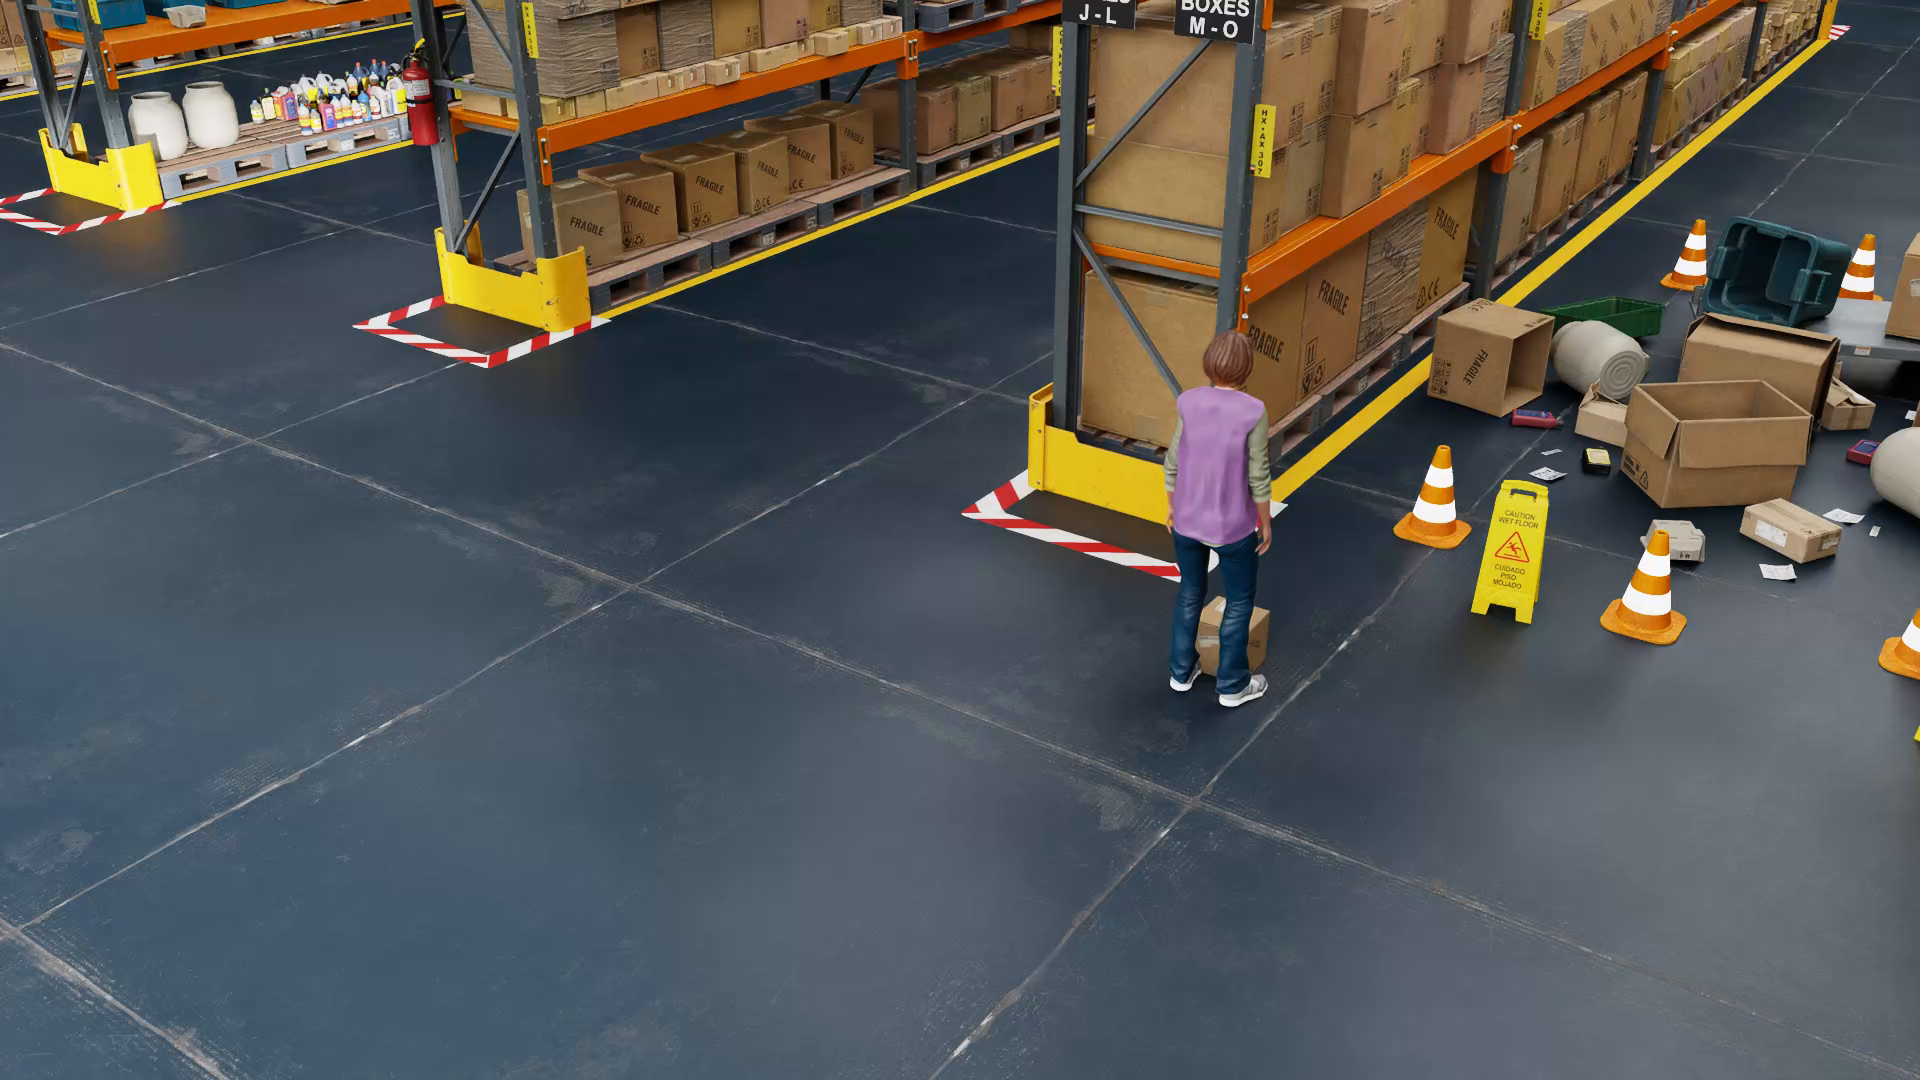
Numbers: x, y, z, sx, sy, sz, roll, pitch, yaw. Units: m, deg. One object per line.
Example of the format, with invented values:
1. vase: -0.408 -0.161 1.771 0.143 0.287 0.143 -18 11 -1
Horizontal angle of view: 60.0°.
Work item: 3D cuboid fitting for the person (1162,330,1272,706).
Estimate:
1. person: 1.047 -0.064 6.768 0.478 1.580 0.345 16 31 27
